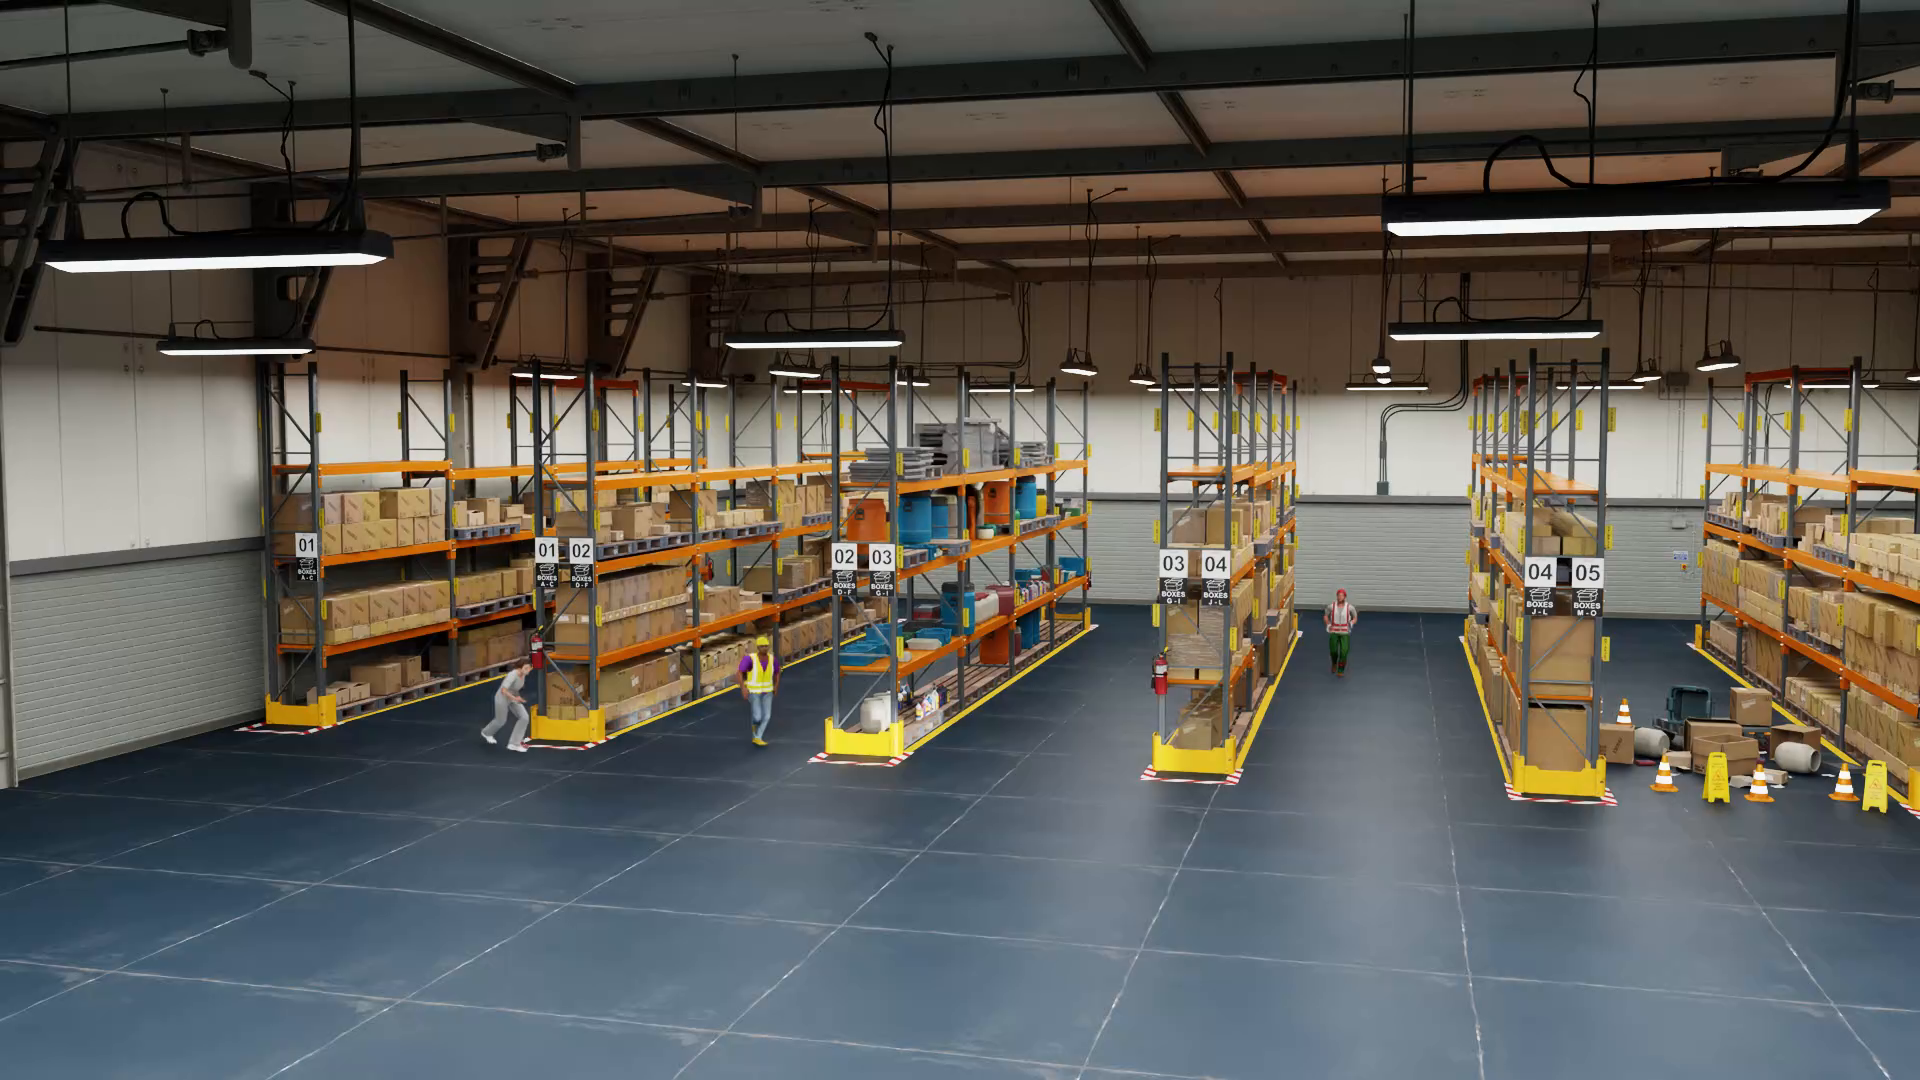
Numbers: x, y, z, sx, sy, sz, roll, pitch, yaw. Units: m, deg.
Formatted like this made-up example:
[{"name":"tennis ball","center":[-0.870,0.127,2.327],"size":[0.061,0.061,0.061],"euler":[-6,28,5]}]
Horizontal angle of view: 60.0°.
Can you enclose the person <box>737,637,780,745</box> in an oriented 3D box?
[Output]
[{"name":"person","center":[-3.121,2.340,25.841],"size":[0.708,1.694,0.567],"euler":[-2,4,-23]}]

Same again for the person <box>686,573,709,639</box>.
[{"name":"person","center":[-5.768,1.577,36.707],"size":[0.560,1.745,0.832],"euler":[1,4,12]}]

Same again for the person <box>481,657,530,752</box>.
[{"name":"person","center":[-6.989,2.500,25.443],"size":[1.093,1.473,0.548],"euler":[2,5,28]}]

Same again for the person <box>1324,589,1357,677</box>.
[{"name":"person","center":[7.465,1.833,32.627],"size":[0.643,1.743,0.608],"euler":[1,4,11]}]

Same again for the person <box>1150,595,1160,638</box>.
[{"name":"person","center":[4.288,1.732,34.578],"size":[0.683,1.671,0.685],"euler":[2,4,23]}]
